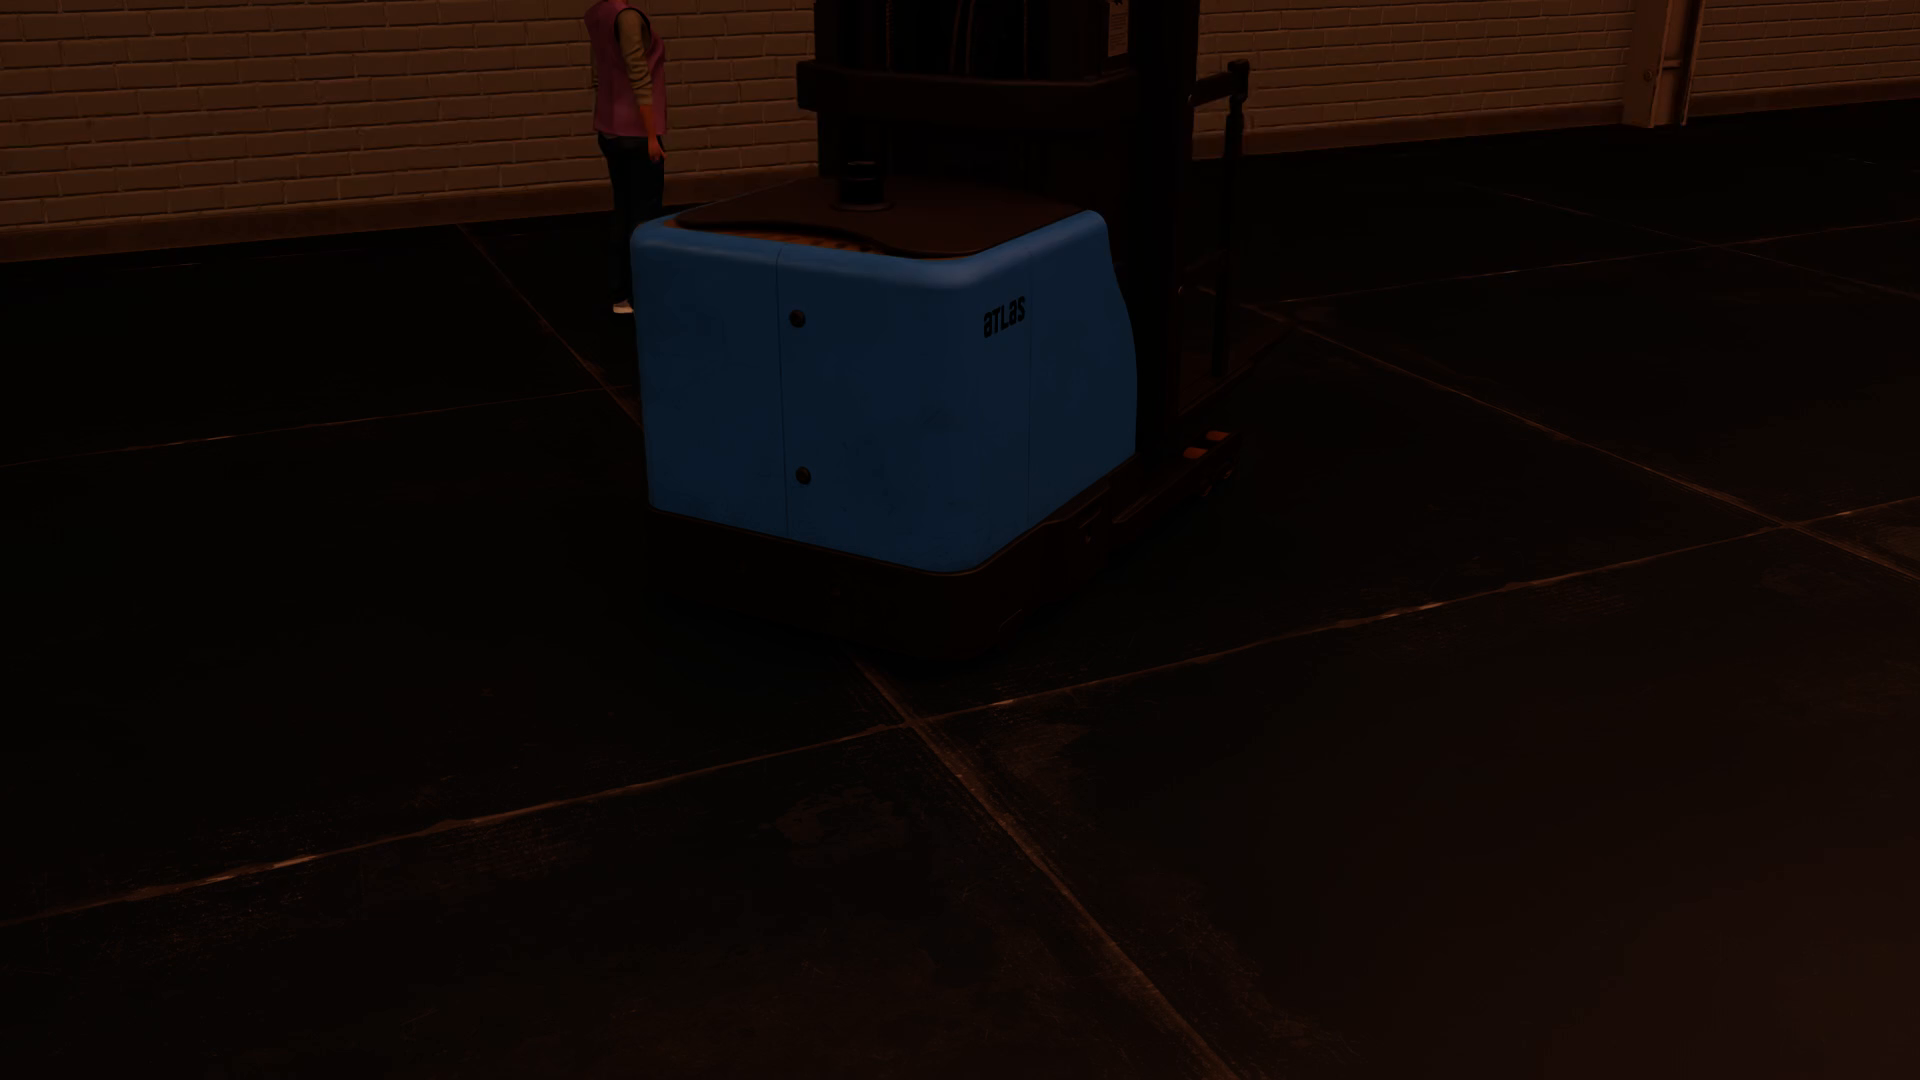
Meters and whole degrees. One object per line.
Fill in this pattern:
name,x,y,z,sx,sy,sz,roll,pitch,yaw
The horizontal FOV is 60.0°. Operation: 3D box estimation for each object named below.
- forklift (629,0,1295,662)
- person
forklift,0.294,-1.569,5.063,1.130,2.935,3.031,12,25,27
person,-1.425,-1.762,7.263,0.316,1.603,0.415,-17,28,-35
